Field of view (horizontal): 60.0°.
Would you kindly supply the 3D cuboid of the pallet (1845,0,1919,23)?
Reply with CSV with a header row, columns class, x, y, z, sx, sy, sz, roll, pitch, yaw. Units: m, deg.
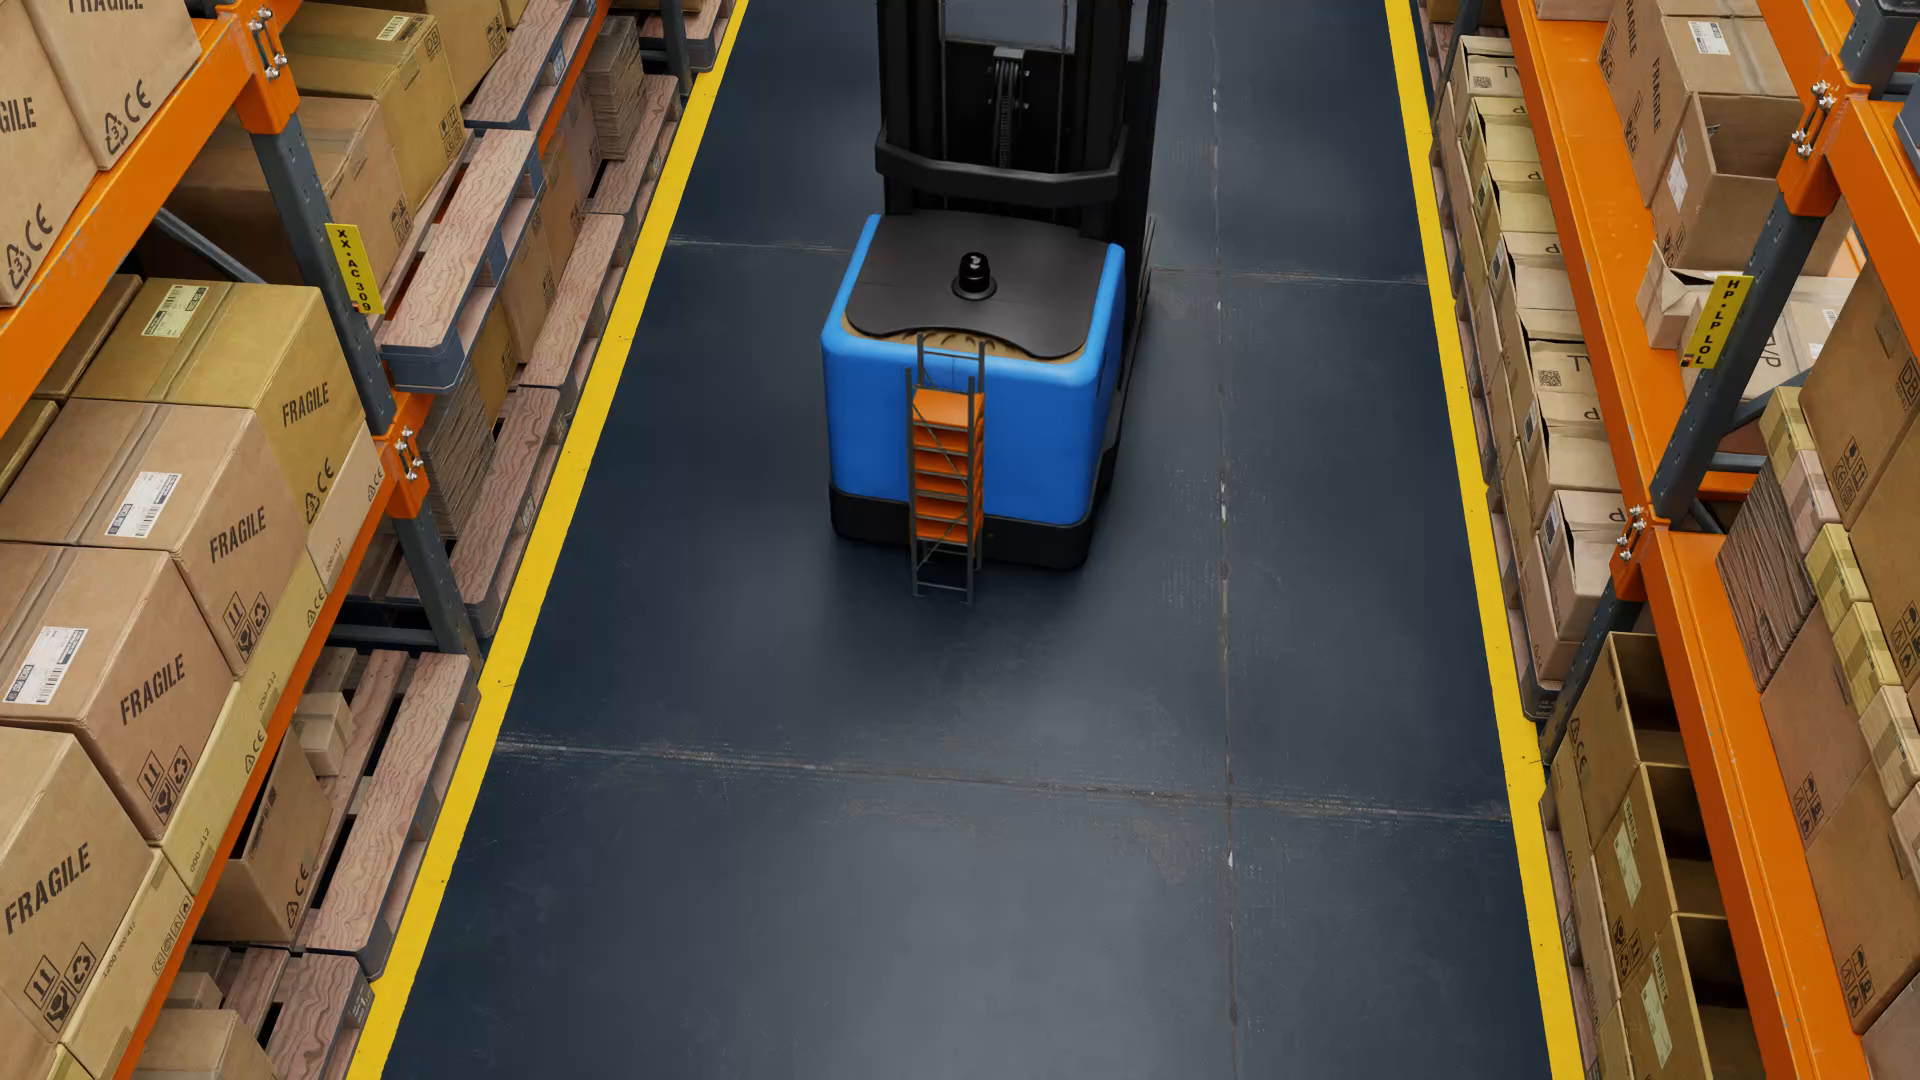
class,x,y,z,sx,sy,sz,roll,pitch,yaw
pallet,2.683,-1.798,4.485,0.805,0.209,1.217,2,48,2

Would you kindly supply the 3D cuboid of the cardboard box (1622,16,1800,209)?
class,x,y,z,sx,sy,sz,roll,pitch,yaw
cardboard box,2.795,-1.554,6.096,0.500,0.500,0.500,4,48,4

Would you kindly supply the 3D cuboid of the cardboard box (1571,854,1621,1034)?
class,x,y,z,sx,sy,sz,roll,pitch,yaw
cardboard box,2.220,1.272,5.158,0.500,0.250,0.500,4,48,4

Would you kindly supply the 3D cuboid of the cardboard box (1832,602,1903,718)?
class,x,y,z,sx,sy,sz,roll,pitch,yaw
cardboard box,2.331,0.297,3.964,0.380,0.149,0.250,3,48,3

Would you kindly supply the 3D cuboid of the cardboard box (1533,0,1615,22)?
class,x,y,z,sx,sy,sz,roll,pitch,yaw
cardboard box,2.705,-2.467,7.060,0.500,0.311,0.500,3,48,3

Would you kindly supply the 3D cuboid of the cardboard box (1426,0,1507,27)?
class,x,y,z,sx,sy,sz,roll,pitch,yaw
cardboard box,2.831,-3.149,9.019,0.500,0.500,0.500,6,48,5

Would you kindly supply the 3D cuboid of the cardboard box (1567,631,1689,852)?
class,x,y,z,sx,sy,sz,roll,pitch,yaw
cardboard box,2.261,0.651,5.218,0.500,0.500,0.500,4,48,4

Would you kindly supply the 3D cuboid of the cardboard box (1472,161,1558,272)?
class,x,y,z,sx,sy,sz,roll,pitch,yaw
cardboard box,2.551,-1.418,7.238,0.500,0.311,0.500,3,48,2

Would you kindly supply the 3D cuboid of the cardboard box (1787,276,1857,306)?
class,x,y,z,sx,sy,sz,roll,pitch,yaw
cardboard box,2.899,-0.754,5.603,0.380,0.149,0.250,4,48,4

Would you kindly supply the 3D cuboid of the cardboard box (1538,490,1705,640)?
class,x,y,z,sx,sy,sz,roll,pitch,yaw
cardboard box,2.366,0.079,5.870,0.500,0.311,0.500,4,48,4

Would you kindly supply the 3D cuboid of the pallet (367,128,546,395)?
class,x,y,z,sx,sy,sz,roll,pitch,yaw
pallet,-2.104,-1.019,5.805,1.003,0.211,1.213,4,48,4

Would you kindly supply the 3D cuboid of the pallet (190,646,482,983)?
class,x,y,z,sx,sy,sz,roll,pitch,yaw
pallet,-2.344,0.905,5.805,1.003,0.211,1.213,4,48,4

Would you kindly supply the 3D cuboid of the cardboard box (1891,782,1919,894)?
class,x,y,z,sx,sy,sz,roll,pitch,yaw
cardboard box,2.284,0.677,3.616,0.380,0.149,0.250,3,48,2

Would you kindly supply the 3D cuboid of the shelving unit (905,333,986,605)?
class,x,y,z,sx,sy,sz,roll,pitch,yaw
shelving unit,-0.050,-0.234,6.177,0.258,1.200,0.189,9,48,8

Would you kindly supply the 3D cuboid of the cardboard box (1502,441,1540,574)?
class,x,y,z,sx,sy,sz,roll,pitch,yaw
cardboard box,2.412,-0.111,6.424,0.500,0.250,0.500,3,48,3

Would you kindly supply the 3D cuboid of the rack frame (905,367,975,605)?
class,x,y,z,sx,sy,sz,roll,pitch,yaw
rack frame,-0.069,-0.168,6.116,0.240,1.200,0.006,9,48,8

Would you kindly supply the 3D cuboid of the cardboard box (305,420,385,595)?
class,x,y,z,sx,sy,sz,roll,pitch,yaw
cardboard box,-2.060,-0.120,4.941,0.500,0.250,0.500,4,48,4

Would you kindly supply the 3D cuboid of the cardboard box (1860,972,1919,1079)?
class,x,y,z,sx,sy,sz,roll,pitch,yaw
cardboard box,2.444,1.224,3.556,0.700,0.500,0.500,5,48,5

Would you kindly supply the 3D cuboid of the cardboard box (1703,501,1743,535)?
class,x,y,z,sx,sy,sz,roll,pitch,yaw
cardboard box,2.901,0.108,5.843,0.500,0.311,0.500,4,48,4

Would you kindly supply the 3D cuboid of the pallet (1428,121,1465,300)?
class,x,y,z,sx,sy,sz,roll,pitch,yaw
pallet,2.866,-1.597,8.094,1.003,0.211,1.213,4,48,4

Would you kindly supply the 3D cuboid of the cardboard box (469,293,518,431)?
class,x,y,z,sx,sy,sz,roll,pitch,yaw
cardboard box,-2.271,-0.762,6.836,0.700,0.500,0.500,3,48,3

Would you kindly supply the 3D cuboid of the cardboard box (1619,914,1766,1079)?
class,x,y,z,sx,sy,sz,roll,pitch,yaw
cardboard box,2.170,1.386,4.546,0.500,0.500,0.500,4,48,4

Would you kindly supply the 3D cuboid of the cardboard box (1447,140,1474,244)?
class,x,y,z,sx,sy,sz,roll,pitch,yaw
cardboard box,2.594,-1.620,7.804,0.500,0.250,0.500,3,48,2

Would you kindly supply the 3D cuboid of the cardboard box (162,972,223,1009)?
class,x,y,z,sx,sy,sz,roll,pitch,yaw
cardboard box,-2.484,1.456,5.046,0.380,0.149,0.250,0,48,0

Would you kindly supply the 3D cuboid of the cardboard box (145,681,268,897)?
class,x,y,z,sx,sy,sz,roll,pitch,yaw
cardboard box,-2.144,0.617,4.267,0.500,0.250,0.500,4,48,3

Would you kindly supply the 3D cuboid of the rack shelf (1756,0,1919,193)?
class,x,y,z,sx,sy,sz,roll,pitch,yaw
rack shelf,2.797,-2.441,5.430,1.077,0.370,4.000,4,48,4

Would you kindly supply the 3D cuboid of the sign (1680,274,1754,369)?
class,x,y,z,sx,sy,sz,roll,pitch,yaw
sign,2.074,-0.595,4.556,0.100,0.325,0.005,4,48,4

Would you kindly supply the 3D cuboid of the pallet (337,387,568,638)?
class,x,y,z,sx,sy,sz,roll,pitch,yaw
pallet,-2.249,-0.163,6.782,1.003,0.211,1.213,4,48,4

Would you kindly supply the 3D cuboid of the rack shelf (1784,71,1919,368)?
class,x,y,z,sx,sy,sz,roll,pitch,yaw
rack shelf,2.433,0.499,2.742,1.077,0.370,4.000,4,48,4

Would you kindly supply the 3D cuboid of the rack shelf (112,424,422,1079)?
class,x,y,z,sx,sy,sz,roll,pitch,yaw
rack shelf,-2.501,1.180,4.151,1.077,0.370,4.000,4,48,4

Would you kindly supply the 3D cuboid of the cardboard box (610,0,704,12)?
class,x,y,z,sx,sy,sz,roll,pitch,yaw
cardboard box,-1.756,-3.419,9.043,0.750,0.750,0.750,3,48,3

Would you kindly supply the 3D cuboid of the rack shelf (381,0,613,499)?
class,x,y,z,sx,sy,sz,roll,pitch,yaw
rack shelf,-2.136,-1.759,6.839,1.077,0.370,4.000,4,48,4

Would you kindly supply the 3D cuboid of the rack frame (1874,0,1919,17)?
class,x,y,z,sx,sy,sz,roll,pitch,yaw
rack frame,2.615,-2.226,2.714,1.000,3.000,0.127,4,48,4

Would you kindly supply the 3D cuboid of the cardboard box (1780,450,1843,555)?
class,x,y,z,sx,sy,sz,roll,pitch,yaw
cardboard box,2.375,-0.085,4.314,0.380,0.149,0.250,5,48,4

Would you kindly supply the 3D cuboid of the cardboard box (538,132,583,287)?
class,x,y,z,sx,sy,sz,roll,pitch,yaw
cardboard box,-2.147,-1.506,7.516,0.700,0.500,0.500,4,48,3

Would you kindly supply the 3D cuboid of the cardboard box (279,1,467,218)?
class,x,y,z,sx,sy,sz,roll,pitch,yaw
cardboard box,-2.180,-1.496,5.746,0.700,0.500,0.500,8,48,8

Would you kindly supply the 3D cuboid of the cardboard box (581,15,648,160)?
class,x,y,z,sx,sy,sz,roll,pitch,yaw
cardboard box,-1.967,-2.244,8.191,0.700,0.500,0.500,4,48,4

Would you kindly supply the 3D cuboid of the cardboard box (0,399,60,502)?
class,x,y,z,sx,sy,sz,roll,pitch,yaw
cardboard box,-2.620,-0.030,4.350,0.500,0.500,0.500,4,48,3

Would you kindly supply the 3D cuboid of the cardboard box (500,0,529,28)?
class,x,y,z,sx,sy,sz,roll,pitch,yaw
cardboard box,-2.078,-2.390,6.564,0.700,0.500,0.500,4,48,4

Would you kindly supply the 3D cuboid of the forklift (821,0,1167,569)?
class,x,y,z,sx,sy,sz,roll,pitch,yaw
forklift,0.277,-1.985,6.605,1.130,2.935,3.031,9,48,8

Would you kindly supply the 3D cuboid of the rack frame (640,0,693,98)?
class,x,y,z,sx,sy,sz,roll,pitch,yaw
rack frame,-1.954,-3.471,7.918,1.000,3.000,0.127,4,48,4

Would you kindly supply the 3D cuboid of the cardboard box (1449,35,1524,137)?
class,x,y,z,sx,sy,sz,roll,pitch,yaw
cardboard box,2.639,-2.179,7.935,0.500,0.311,0.500,5,48,5

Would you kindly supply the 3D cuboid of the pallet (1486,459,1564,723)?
class,x,y,z,sx,sy,sz,roll,pitch,yaw
pallet,2.643,0.195,6.454,1.003,0.211,1.213,4,48,4

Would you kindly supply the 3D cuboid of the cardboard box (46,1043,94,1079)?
class,x,y,z,sx,sy,sz,roll,pitch,yaw
cardboard box,-2.237,1.358,3.590,0.500,0.250,0.500,3,48,3

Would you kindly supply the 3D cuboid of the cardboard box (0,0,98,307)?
class,x,y,z,sx,sy,sz,roll,pitch,yaw
cardboard box,-2.177,-0.826,3.385,0.500,0.500,0.500,0,48,0

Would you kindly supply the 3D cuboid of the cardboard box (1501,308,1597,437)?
class,x,y,z,sx,sy,sz,roll,pitch,yaw
cardboard box,2.455,-0.671,6.555,0.500,0.311,0.500,4,48,3

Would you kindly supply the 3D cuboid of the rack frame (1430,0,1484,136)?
class,x,y,z,sx,sy,sz,roll,pitch,yaw
rack frame,2.980,-3.141,7.616,1.000,3.000,0.127,4,48,4

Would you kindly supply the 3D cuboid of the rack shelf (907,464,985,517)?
class,x,y,z,sx,sy,sz,roll,pitch,yaw
rack shelf,-0.050,-0.204,6.209,0.258,0.103,0.180,9,48,8

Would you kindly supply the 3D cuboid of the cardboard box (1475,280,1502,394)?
class,x,y,z,sx,sy,sz,roll,pitch,yaw
cardboard box,2.506,-0.861,7.109,0.500,0.250,0.500,5,48,4

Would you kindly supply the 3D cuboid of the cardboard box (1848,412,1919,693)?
class,x,y,z,sx,sy,sz,roll,pitch,yaw
cardboard box,2.536,0.025,3.774,0.700,0.500,0.500,4,48,3

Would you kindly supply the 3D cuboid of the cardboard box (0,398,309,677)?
class,x,y,z,sx,sy,sz,roll,pitch,yaw
cardboard box,-2.093,-0.006,4.328,0.500,0.500,0.500,4,48,3

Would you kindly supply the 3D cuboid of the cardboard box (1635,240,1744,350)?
class,x,y,z,sx,sy,sz,roll,pitch,yaw
cardboard box,2.512,-0.815,5.579,0.396,0.266,0.258,3,48,3

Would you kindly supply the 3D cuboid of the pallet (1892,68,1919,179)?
class,x,y,z,sx,sy,sz,roll,pitch,yaw
pallet,2.563,-0.556,3.278,1.003,0.211,1.213,4,48,4

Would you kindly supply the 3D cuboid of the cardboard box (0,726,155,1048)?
class,x,y,z,sx,sy,sz,roll,pitch,yaw
cardboard box,-2.197,0.746,3.641,0.500,0.500,0.500,5,48,5

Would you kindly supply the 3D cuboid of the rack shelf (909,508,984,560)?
class,x,y,z,sx,sy,sz,roll,pitch,yaw
rack shelf,-0.050,-0.042,6.387,0.258,0.103,0.180,9,48,8

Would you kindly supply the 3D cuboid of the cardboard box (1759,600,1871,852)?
class,x,y,z,sx,sy,sz,roll,pitch,yaw
cardboard box,2.539,0.479,4.237,0.700,0.500,0.500,3,48,3

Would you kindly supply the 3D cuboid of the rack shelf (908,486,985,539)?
class,x,y,z,sx,sy,sz,roll,pitch,yaw
rack shelf,-0.050,-0.123,6.298,0.258,0.103,0.180,9,48,8

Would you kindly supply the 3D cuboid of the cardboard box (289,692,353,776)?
class,x,y,z,sx,sy,sz,roll,pitch,yaw
cardboard box,-2.337,0.671,5.751,0.380,0.166,0.250,-2,48,-2
